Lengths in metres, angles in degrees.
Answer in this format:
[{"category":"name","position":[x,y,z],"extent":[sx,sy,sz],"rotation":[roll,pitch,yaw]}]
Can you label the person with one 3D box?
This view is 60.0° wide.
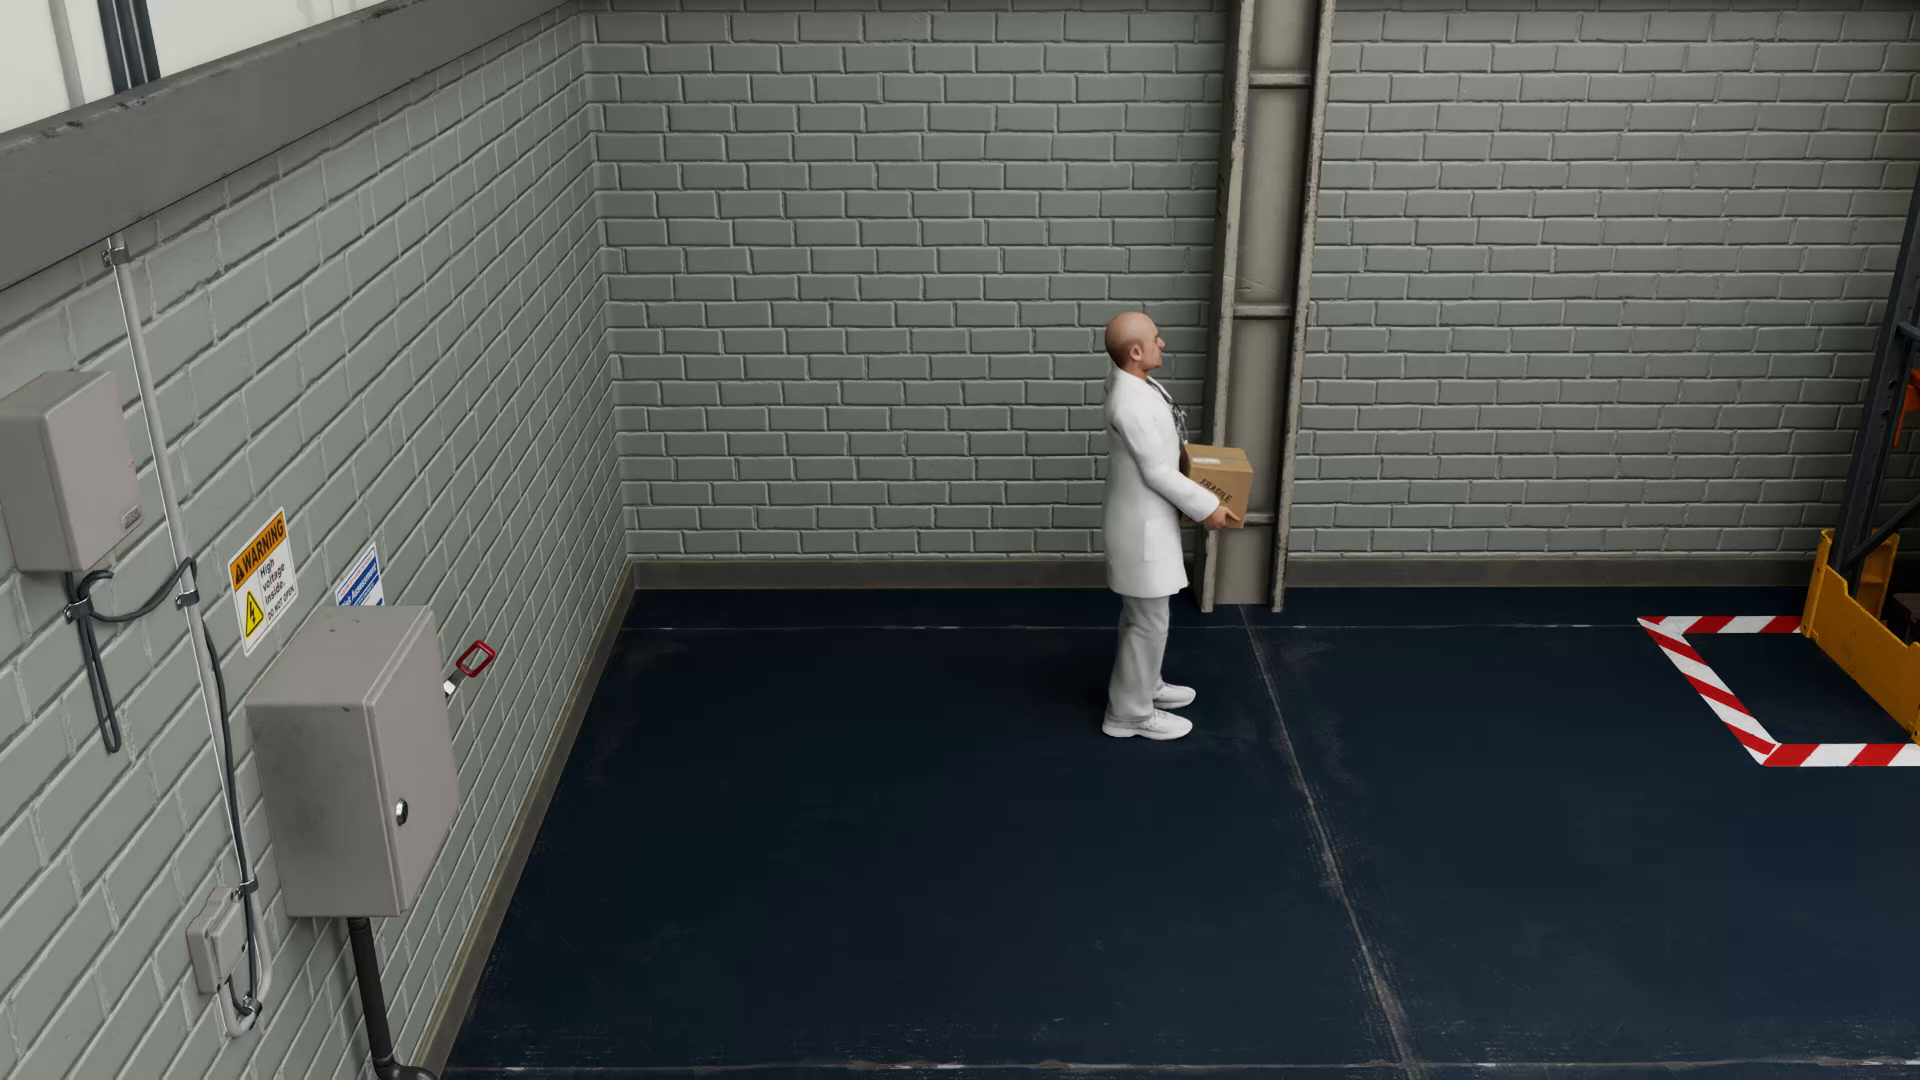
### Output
[{"category":"person","position":[0.832,-0.059,6.754],"extent":[0.554,1.773,0.532],"rotation":[0,24,-1]}]
